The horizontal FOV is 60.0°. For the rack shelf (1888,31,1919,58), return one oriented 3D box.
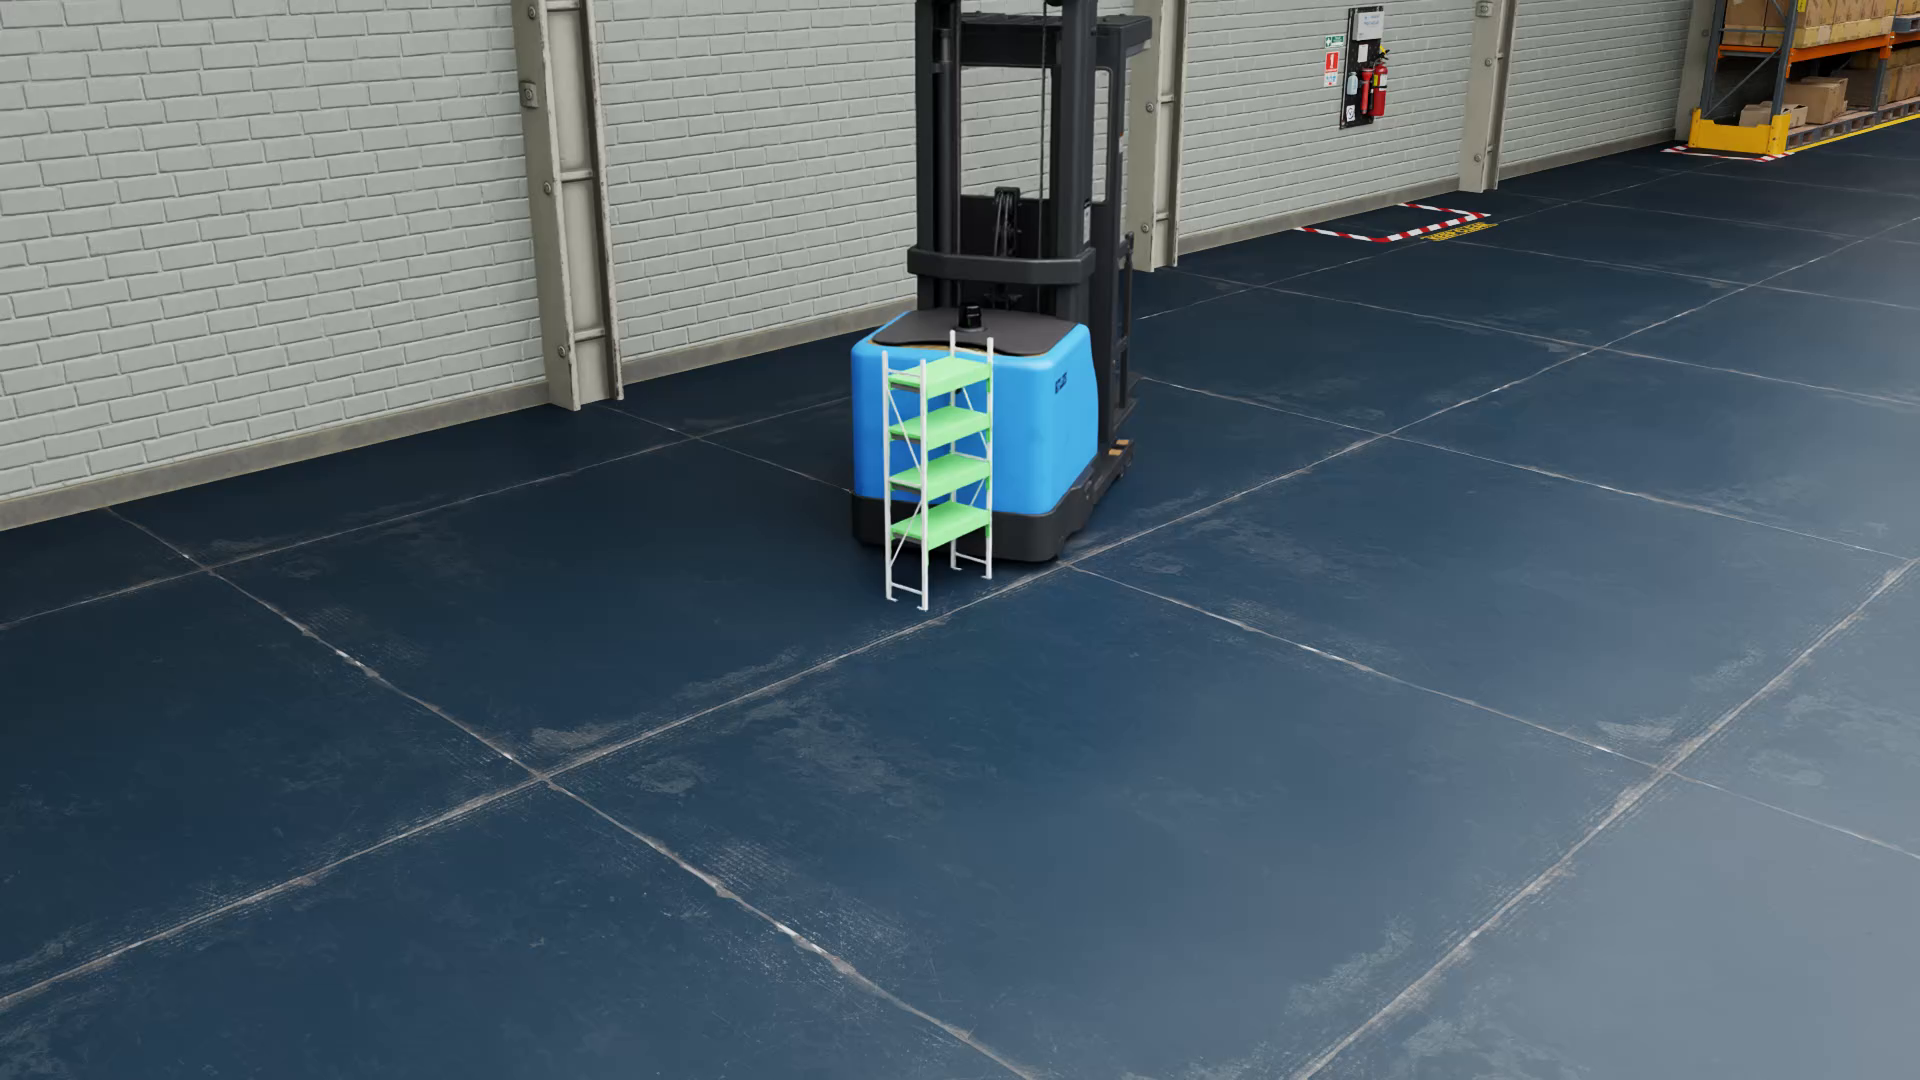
[{"bbox_3d":[14.406,-7.760,25.587,1.077,0.370,4.000,19,28,41],"label":"rack shelf"}]

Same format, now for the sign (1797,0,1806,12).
[{"bbox_3d":[10.609,-6.822,20.936,0.100,0.325,0.005,19,28,41],"label":"sign"}]

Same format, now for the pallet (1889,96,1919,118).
[{"bbox_3d":[14.404,-6.796,25.962,1.003,0.211,1.213,19,28,41],"label":"pallet"}]

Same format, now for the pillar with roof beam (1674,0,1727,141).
[{"bbox_3d":[13.173,-8.673,18.597,9.100,9.000,0.400,19,28,41],"label":"pillar with roof beam"}]

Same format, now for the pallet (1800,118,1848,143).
[{"bbox_3d":[11.716,-5.784,23.328,1.003,0.211,1.213,19,28,41],"label":"pallet"}]

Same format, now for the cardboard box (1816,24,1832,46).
[{"bbox_3d":[11.140,-6.676,21.944,0.500,0.250,0.500,18,28,39],"label":"cardboard box"}]

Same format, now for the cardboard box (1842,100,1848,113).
[{"bbox_3d":[12.659,-6.320,24.172,0.380,0.166,0.250,15,26,34],"label":"cardboard box"}]

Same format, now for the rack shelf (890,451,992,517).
[{"bbox_3d":[-0.098,-0.265,7.770,0.258,0.148,0.480,16,26,35],"label":"rack shelf"}]

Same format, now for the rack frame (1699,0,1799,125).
[{"bbox_3d":[10.220,-6.554,21.445,1.000,3.000,0.127,19,28,41],"label":"rack frame"}]

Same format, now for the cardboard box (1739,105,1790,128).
[{"bbox_3d":[10.767,-5.659,22.253,0.500,0.311,0.500,15,26,35],"label":"cardboard box"}]

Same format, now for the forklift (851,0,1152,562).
[{"bbox_3d":[0.388,-1.759,9.065,1.130,2.935,3.031,7,22,16],"label":"forklift"}]

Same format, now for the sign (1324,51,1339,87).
[{"bbox_3d":[3.692,-4.683,16.527,0.001,0.329,0.234,19,28,41],"label":"sign"}]

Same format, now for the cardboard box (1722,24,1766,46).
[{"bbox_3d":[10.407,-6.662,21.907,0.500,0.250,0.500,-20,28,-41],"label":"cardboard box"}]

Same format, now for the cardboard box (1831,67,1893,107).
[{"bbox_3d":[13.512,-6.814,24.993,0.500,0.500,0.700,-19,28,-40],"label":"cardboard box"}]

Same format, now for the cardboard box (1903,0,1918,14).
[{"bbox_3d":[13.785,-8.098,24.710,0.500,0.500,0.700,-17,27,-37],"label":"cardboard box"}]

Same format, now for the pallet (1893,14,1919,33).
[{"bbox_3d":[13.648,-7.653,24.571,1.003,0.211,1.213,19,28,41],"label":"pallet"}]

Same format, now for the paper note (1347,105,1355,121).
[{"bbox_3d":[3.979,-4.343,16.920,0.016,0.148,0.142,19,28,41],"label":"paper note"}]

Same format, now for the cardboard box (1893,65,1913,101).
[{"bbox_3d":[14.222,-7.080,25.686,0.700,0.500,0.500,20,28,41],"label":"cardboard box"}]

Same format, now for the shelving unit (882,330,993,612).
[{"bbox_3d":[-0.098,-0.325,7.748,0.258,1.200,0.503,16,26,35],"label":"shelving unit"}]

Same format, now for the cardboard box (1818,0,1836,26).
[{"bbox_3d":[11.120,-7.015,21.781,0.500,0.500,0.500,19,28,41],"label":"cardboard box"}]

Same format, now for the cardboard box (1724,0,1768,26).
[{"bbox_3d":[10.397,-7.018,21.787,0.500,0.500,0.500,19,28,40],"label":"cardboard box"}]

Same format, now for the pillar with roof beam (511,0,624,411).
[{"bbox_3d":[0.616,-4.046,6.559,9.100,9.000,0.400,19,28,41],"label":"pillar with roof beam"}]

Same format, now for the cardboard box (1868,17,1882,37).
[{"bbox_3d":[12.544,-7.198,23.301,0.500,0.250,0.500,19,28,41],"label":"cardboard box"}]

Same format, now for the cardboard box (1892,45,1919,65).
[{"bbox_3d":[14.538,-7.536,25.827,0.500,0.250,0.500,19,28,40],"label":"cardboard box"}]

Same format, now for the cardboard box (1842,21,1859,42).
[{"bbox_3d":[11.854,-6.935,22.618,0.500,0.250,0.500,20,28,41],"label":"cardboard box"}]

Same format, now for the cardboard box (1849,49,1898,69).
[{"bbox_3d":[13.817,-7.278,25.155,0.500,0.250,0.500,19,28,40],"label":"cardboard box"}]

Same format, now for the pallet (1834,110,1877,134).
[{"bbox_3d":[12.567,-6.099,24.148,1.003,0.211,1.213,19,28,41],"label":"pallet"}]

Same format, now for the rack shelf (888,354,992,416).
[{"bbox_3d":[-0.098,-0.713,7.598,0.258,0.148,0.480,16,26,35],"label":"rack shelf"}]

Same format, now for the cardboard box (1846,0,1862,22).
[{"bbox_3d":[11.837,-7.282,22.476,0.500,0.500,0.500,-19,28,-40],"label":"cardboard box"}]

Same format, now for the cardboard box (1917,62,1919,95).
[{"bbox_3d":[14.893,-7.347,26.381,0.700,0.500,0.500,19,28,41],"label":"cardboard box"}]

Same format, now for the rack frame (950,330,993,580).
[{"bbox_3d":[0.052,-0.394,7.927,0.240,1.200,0.015,16,26,35],"label":"rack frame"}]

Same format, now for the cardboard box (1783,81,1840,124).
[{"bbox_3d":[11.713,-6.070,23.058,0.700,0.500,0.500,17,27,37],"label":"cardboard box"}]

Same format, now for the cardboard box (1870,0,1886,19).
[{"bbox_3d":[12.558,-7.543,23.154,0.500,0.500,0.500,19,28,40],"label":"cardboard box"}]

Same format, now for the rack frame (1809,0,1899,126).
[{"bbox_3d":[13.011,-7.582,24.120,1.000,3.000,0.127,19,28,41],"label":"rack frame"}]
